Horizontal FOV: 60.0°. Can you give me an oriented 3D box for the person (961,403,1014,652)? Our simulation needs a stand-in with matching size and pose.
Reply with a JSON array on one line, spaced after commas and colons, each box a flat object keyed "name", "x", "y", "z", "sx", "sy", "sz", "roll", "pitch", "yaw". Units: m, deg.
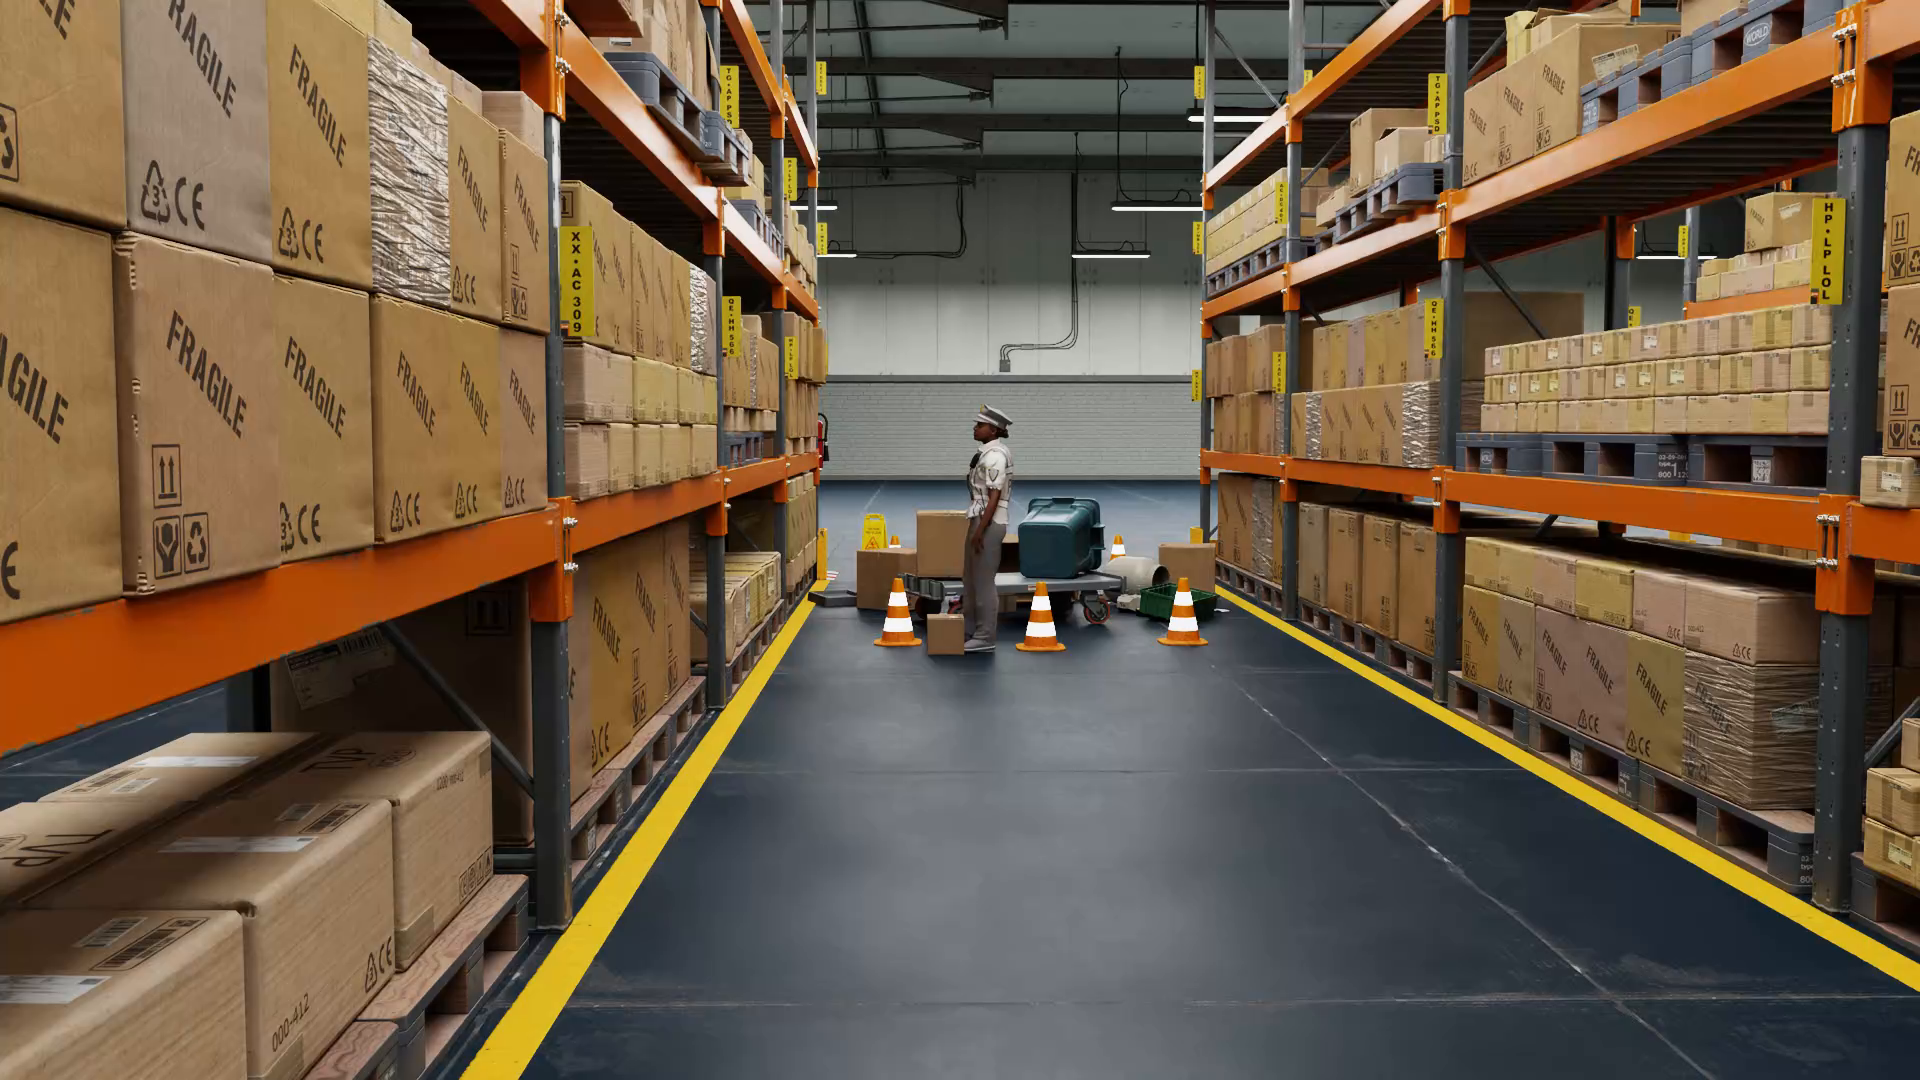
[{"name": "person", "x": 0.103, "y": -0.084, "z": 11.379, "sx": 0.530, "sy": 1.693, "sz": 0.570, "roll": 0, "pitch": 4, "yaw": -1}]
